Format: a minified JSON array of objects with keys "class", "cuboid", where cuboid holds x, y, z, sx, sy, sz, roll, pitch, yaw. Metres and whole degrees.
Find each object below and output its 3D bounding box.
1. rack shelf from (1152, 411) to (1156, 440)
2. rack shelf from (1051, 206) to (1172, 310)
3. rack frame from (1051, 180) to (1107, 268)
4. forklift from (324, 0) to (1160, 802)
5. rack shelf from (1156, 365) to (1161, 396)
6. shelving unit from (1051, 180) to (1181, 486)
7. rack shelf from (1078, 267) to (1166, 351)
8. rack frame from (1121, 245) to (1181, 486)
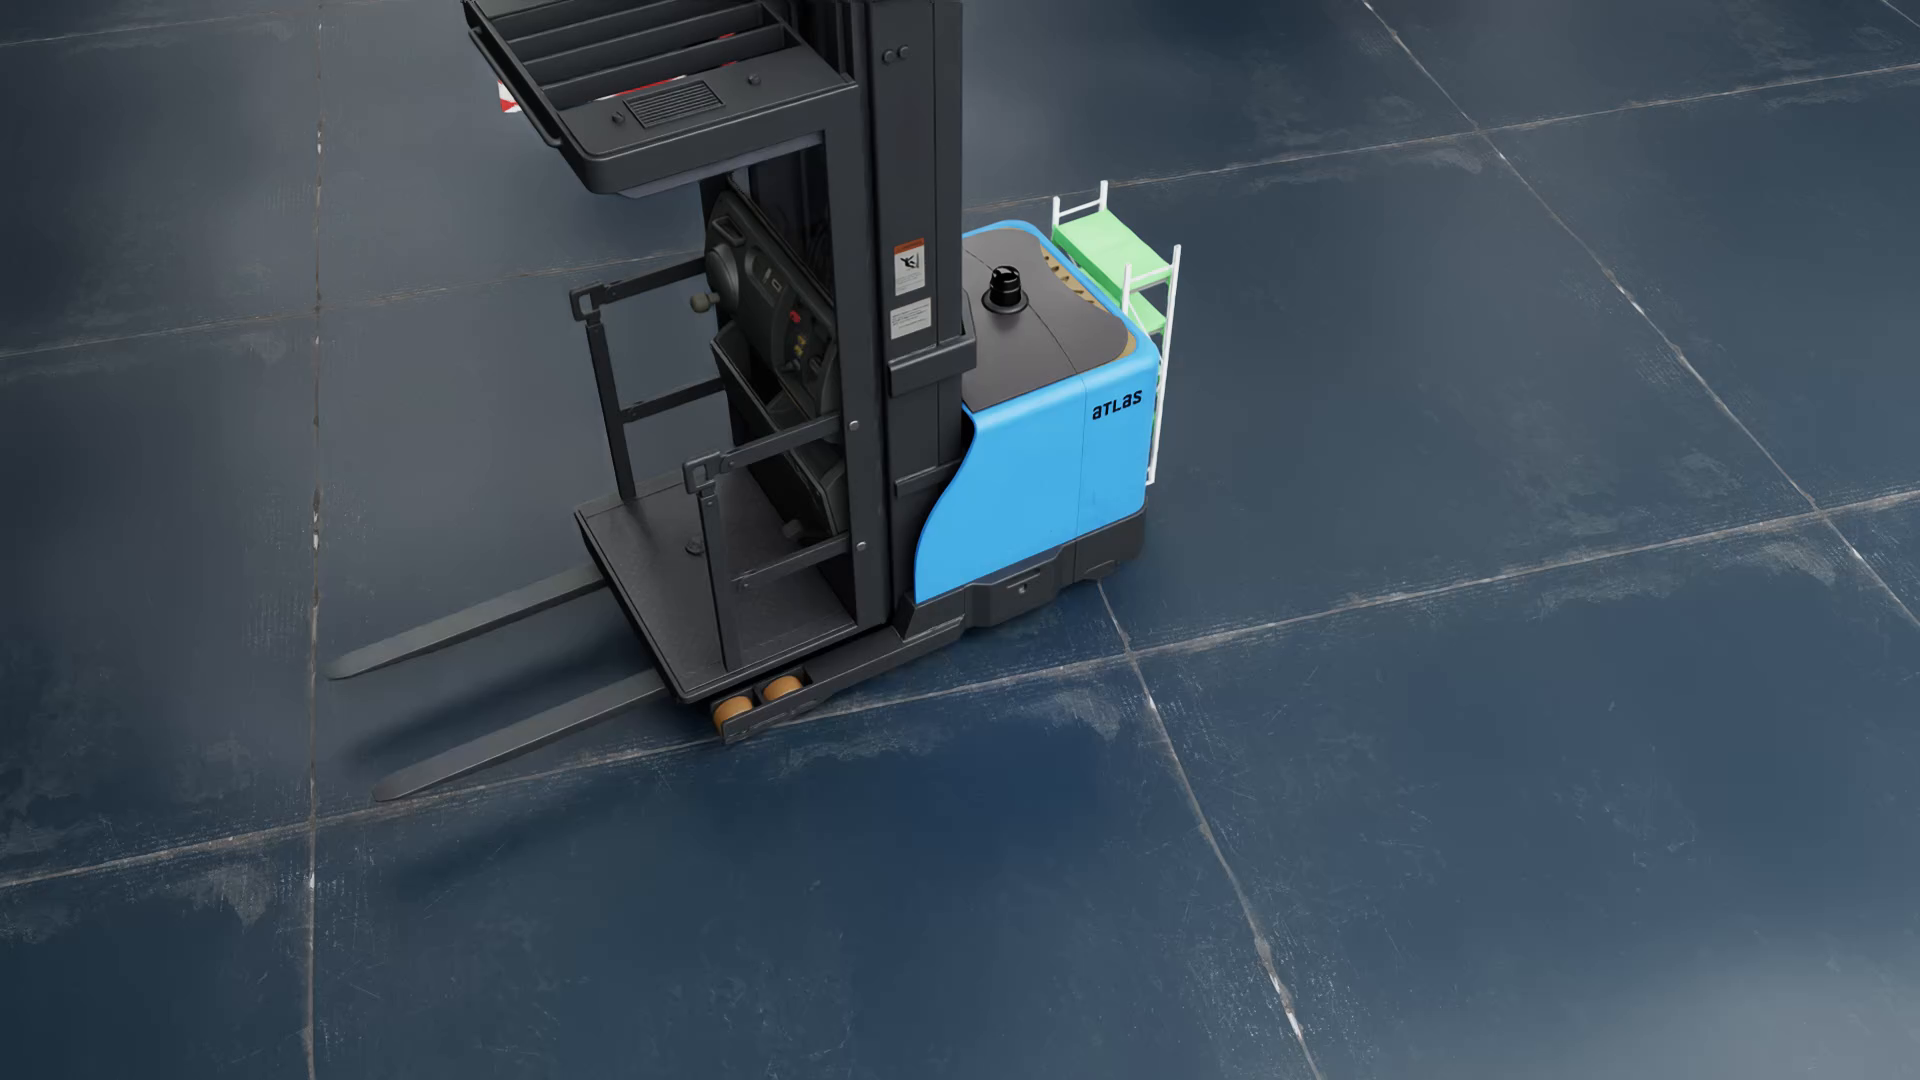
[{"class":"rack shelf","cuboid":[0.585,-0.562,6.886,0.258,0.148,0.480,-22,50,-21]},{"class":"rack shelf","cuboid":[0.585,-1.066,6.372,0.258,0.148,0.480,-22,50,-21]},{"class":"rack frame","cuboid":[0.463,-0.925,6.817,0.240,1.200,0.015,-22,50,-21]},{"class":"forklift","cuboid":[-0.807,-0.731,5.414,3.031,2.935,1.130,-22,50,-20]},{"class":"rack shelf","cuboid":[0.585,-0.730,6.714,0.258,0.148,0.480,-22,50,-21]},{"class":"shelving unit","cuboid":[0.585,-0.774,6.669,0.258,1.200,0.503,-22,50,-21]},{"class":"rack shelf","cuboid":[0.585,-0.898,6.543,0.258,0.148,0.480,-22,50,-21]},{"class":"rack frame","cuboid":[0.707,-0.623,6.521,0.240,1.200,0.015,-22,50,-21]}]
